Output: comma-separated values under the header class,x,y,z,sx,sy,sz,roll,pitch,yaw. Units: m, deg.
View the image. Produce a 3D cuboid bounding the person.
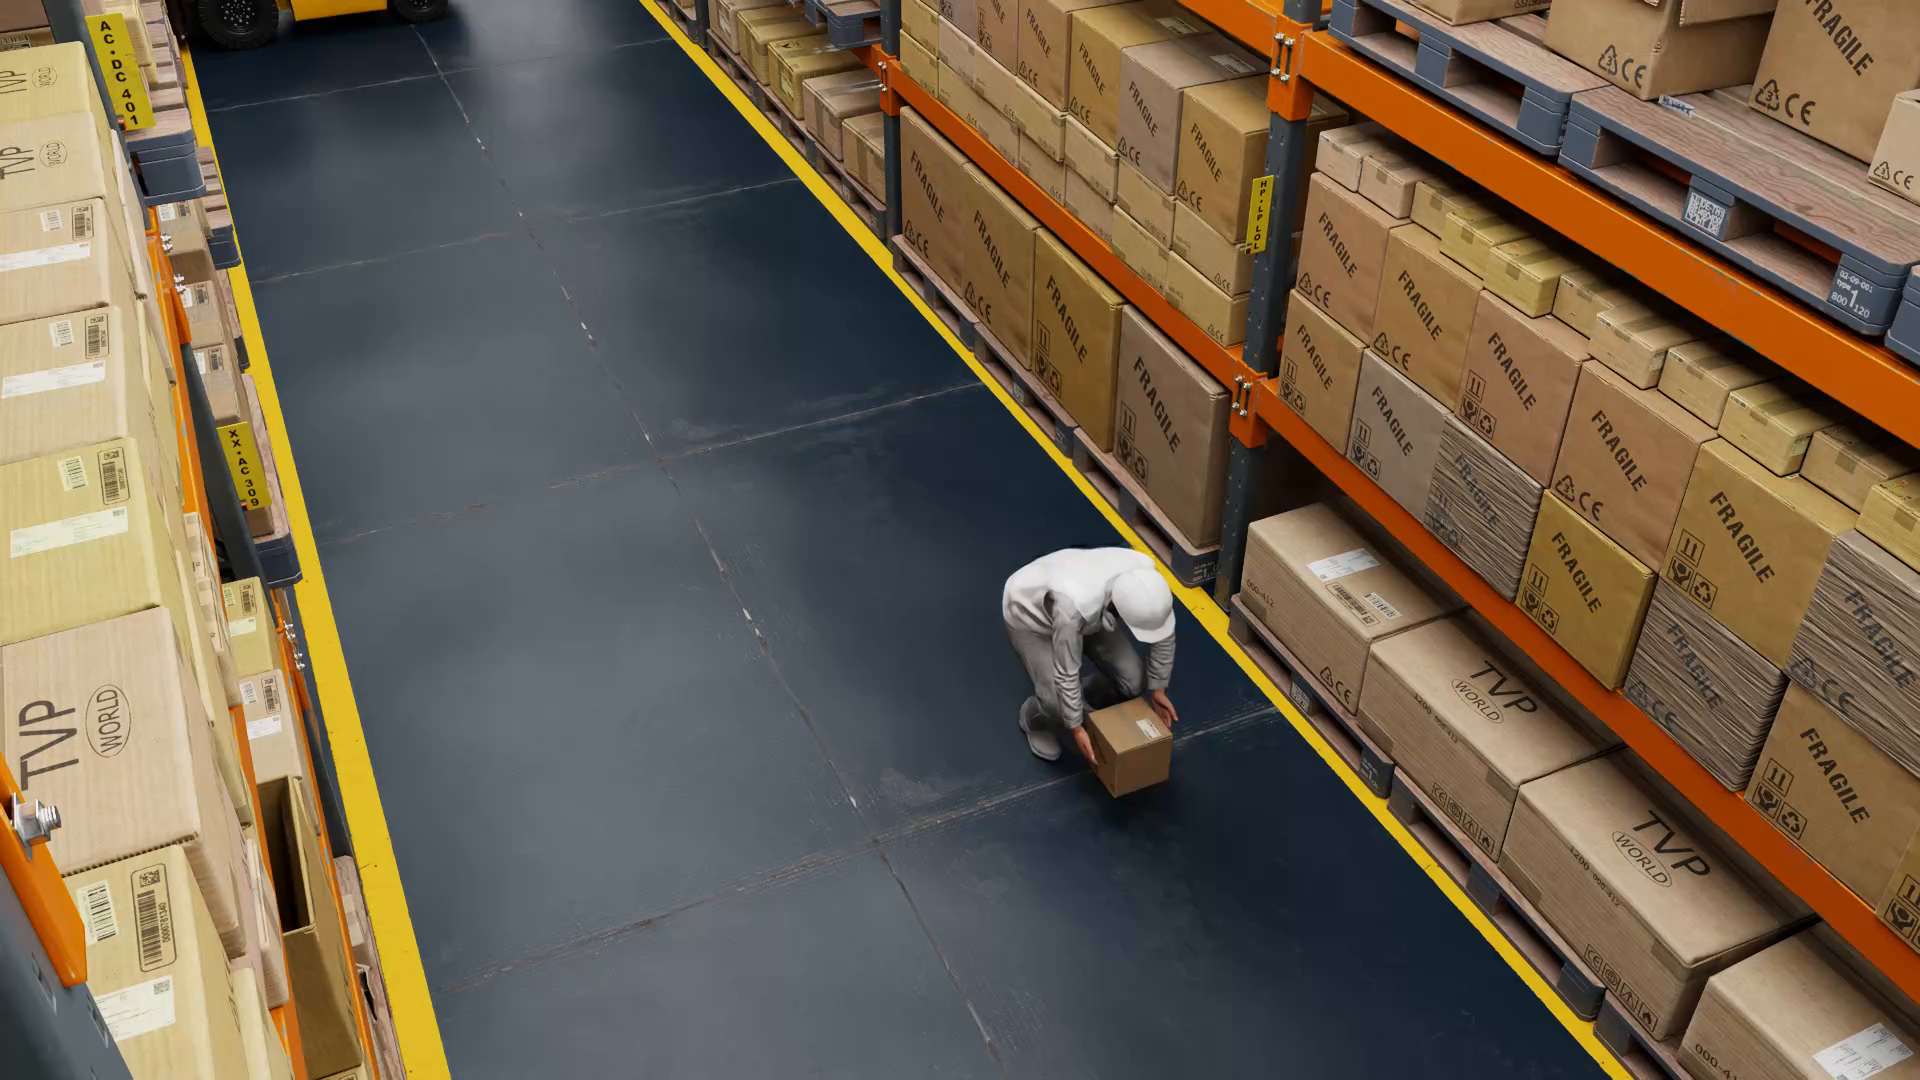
class,x,y,z,sx,sy,sz,roll,pitch,yaw
person,0.547,0.418,6.803,0.560,1.147,0.862,-16,40,-20
